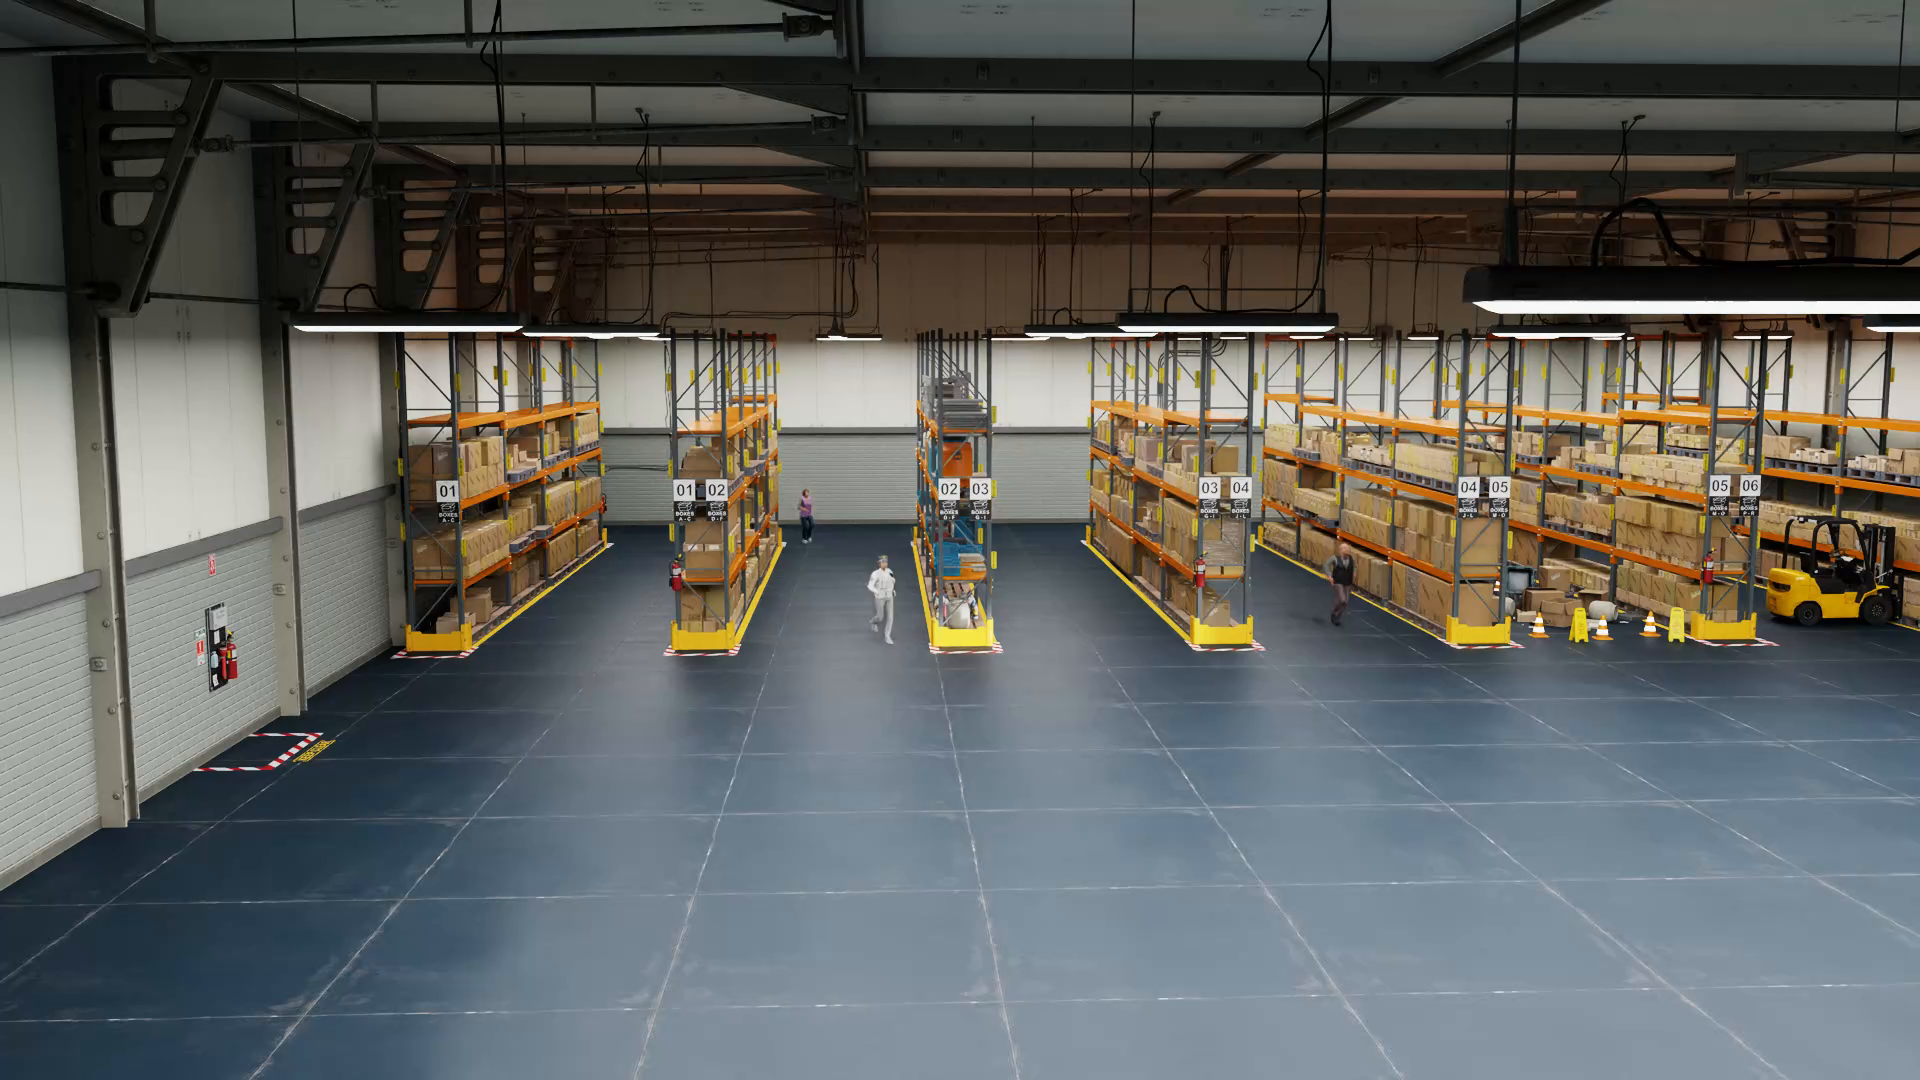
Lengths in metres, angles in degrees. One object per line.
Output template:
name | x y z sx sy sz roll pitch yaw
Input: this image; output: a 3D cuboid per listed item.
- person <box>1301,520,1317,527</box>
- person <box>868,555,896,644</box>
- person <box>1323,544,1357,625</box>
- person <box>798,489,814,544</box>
person | 10.319 -0.931 49.168 0.868 1.822 0.723 0 7 2
person | -1.480 1.126 32.106 0.617 1.693 0.800 -3 7 -26
person | 7.769 0.908 33.746 0.659 1.679 0.646 -2 7 -17
person | -4.405 -0.676 47.650 0.530 1.583 0.638 -4 8 -28
